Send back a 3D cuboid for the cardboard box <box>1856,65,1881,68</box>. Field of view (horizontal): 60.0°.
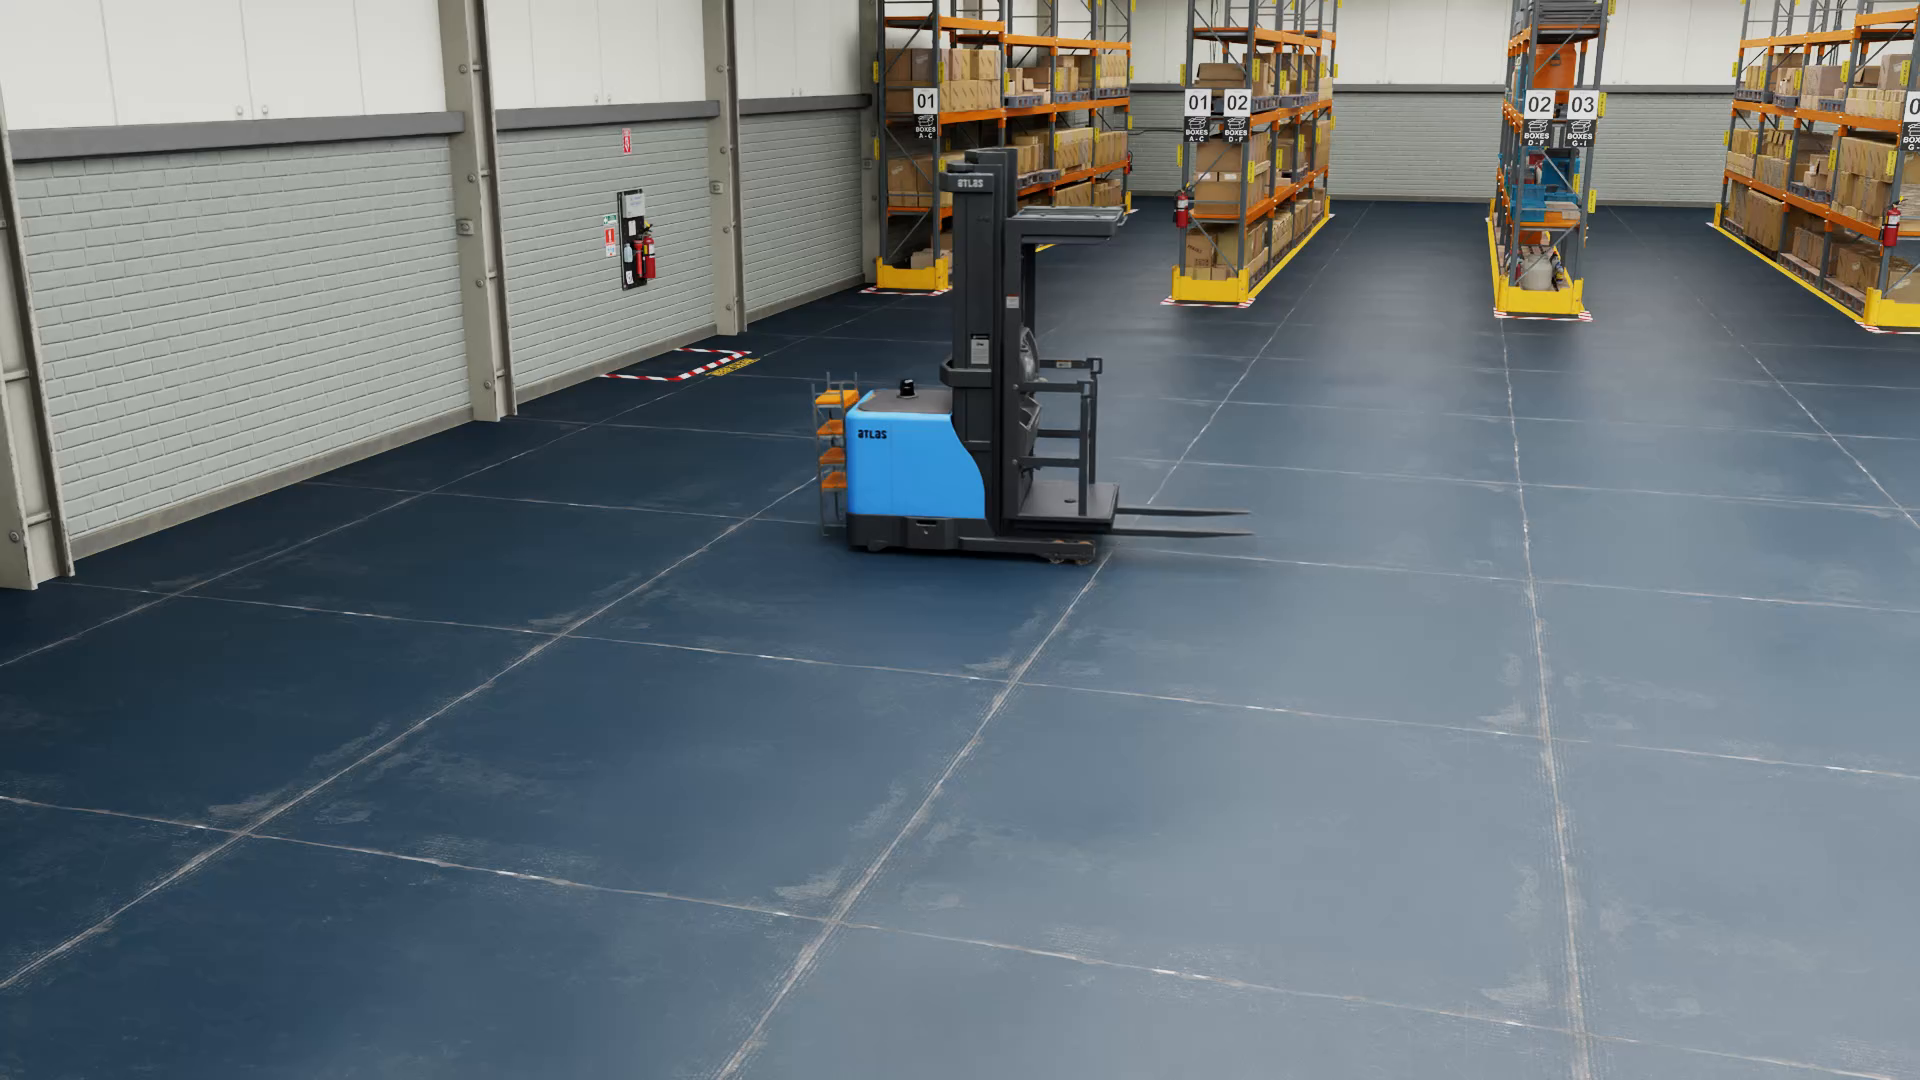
[{"bbox_3d":[15.517,-7.880,28.519,0.500,0.500,0.500,5,17,17],"label":"cardboard box"}]

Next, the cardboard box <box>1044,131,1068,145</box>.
[{"bbox_3d":[1.985,-8.510,35.195,0.500,0.250,0.500,4,16,15],"label":"cardboard box"}]

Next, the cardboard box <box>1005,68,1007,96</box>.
[{"bbox_3d":[0.552,-8.492,30.822,0.500,0.500,0.500,7,17,24],"label":"cardboard box"}]

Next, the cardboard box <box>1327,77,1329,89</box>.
[{"bbox_3d":[8.291,-10.614,38.616,0.500,0.250,0.500,5,16,16],"label":"cardboard box"}]

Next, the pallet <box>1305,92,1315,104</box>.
[{"bbox_3d":[6.799,-9.288,34.925,1.213,0.211,1.003,5,16,16],"label":"pallet"}]

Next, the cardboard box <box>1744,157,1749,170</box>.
[{"bbox_3d":[16.859,-7.945,35.073,0.500,0.250,0.500,5,17,18],"label":"cardboard box"}]

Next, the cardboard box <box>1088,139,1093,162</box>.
[{"bbox_3d":[2.704,-8.816,37.647,0.500,0.500,0.500,4,16,15],"label":"cardboard box"}]

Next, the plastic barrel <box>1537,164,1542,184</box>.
[{"bbox_3d":[10.632,-6.498,29.991,0.433,0.535,0.433,0,16,0],"label":"plastic barrel"}]

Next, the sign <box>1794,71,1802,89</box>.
[{"bbox_3d":[15.174,-8.331,30.115,0.100,0.325,0.005,5,16,16],"label":"sign"}]

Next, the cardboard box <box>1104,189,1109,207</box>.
[{"bbox_3d":[3.198,-8.207,40.080,0.700,0.500,0.500,5,17,17],"label":"cardboard box"}]

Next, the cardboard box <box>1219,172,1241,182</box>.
[{"bbox_3d":[4.251,-5.678,25.981,0.380,0.149,0.250,5,16,15],"label":"cardboard box"}]

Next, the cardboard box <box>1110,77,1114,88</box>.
[{"bbox_3d":[3.339,-10.803,39.246,0.500,0.250,0.500,4,16,14],"label":"cardboard box"}]

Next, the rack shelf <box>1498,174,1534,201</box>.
[{"bbox_3d":[11.523,-7.117,33.744,1.077,0.370,4.000,5,16,16],"label":"rack shelf"}]

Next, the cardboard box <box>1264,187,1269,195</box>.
[{"bbox_3d":[5.518,-6.374,30.265,0.380,0.149,0.250,5,16,16],"label":"cardboard box"}]

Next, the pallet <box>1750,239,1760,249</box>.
[{"bbox_3d":[16.693,-6.053,33.785,1.003,0.211,1.213,5,16,16],"label":"pallet"}]

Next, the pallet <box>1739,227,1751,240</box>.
[{"bbox_3d":[17.132,-6.454,35.197,1.003,0.211,1.213,5,16,16],"label":"pallet"}]

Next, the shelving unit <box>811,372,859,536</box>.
[{"bbox_3d":[-0.944,-0.678,12.998,0.258,1.200,0.503,0,16,9],"label":"shelving unit"}]

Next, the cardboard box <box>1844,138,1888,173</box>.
[{"bbox_3d":[14.055,-5.953,25.759,0.500,0.500,0.500,5,16,16],"label":"cardboard box"}]

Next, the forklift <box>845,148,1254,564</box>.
[{"bbox_3d":[0.702,-1.389,12.354,3.031,2.935,1.130,2,16,8],"label":"forklift"}]

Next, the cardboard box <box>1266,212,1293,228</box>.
[{"bbox_3d":[6.294,-6.318,32.850,0.500,0.311,0.500,5,17,17],"label":"cardboard box"}]

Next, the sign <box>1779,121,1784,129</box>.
[{"bbox_3d":[18.493,-9.274,37.474,0.100,0.325,0.005,5,16,16],"label":"sign"}]

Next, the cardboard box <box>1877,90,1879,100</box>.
[{"bbox_3d":[13.709,-6.531,24.404,0.380,0.149,0.250,4,16,13],"label":"cardboard box"}]

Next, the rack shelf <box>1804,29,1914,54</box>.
[{"bbox_3d":[15.135,-8.381,27.936,1.077,0.370,4.000,5,16,16],"label":"rack shelf"}]

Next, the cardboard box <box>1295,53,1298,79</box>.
[{"bbox_3d":[6.627,-9.678,33.941,0.500,0.500,0.500,5,16,16],"label":"cardboard box"}]

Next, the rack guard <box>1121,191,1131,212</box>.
[{"bbox_3d":[3.737,-8.605,42.252,1.175,0.500,0.348,5,16,16],"label":"rack guard"}]

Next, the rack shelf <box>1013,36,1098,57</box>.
[{"bbox_3d":[2.025,-10.579,35.688,1.077,0.370,4.000,5,16,16],"label":"rack shelf"}]

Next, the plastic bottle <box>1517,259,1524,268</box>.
[{"bbox_3d":[9.166,-4.451,27.208,0.152,0.276,0.135,5,16,16],"label":"plastic bottle"}]

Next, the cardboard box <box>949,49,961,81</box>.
[{"bbox_3d":[-0.284,-7.807,27.306,0.500,0.500,0.500,4,16,15],"label":"cardboard box"}]

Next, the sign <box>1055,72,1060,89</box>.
[{"bbox_3d":[1.976,-9.358,33.879,0.100,0.325,0.005,5,16,16],"label":"sign"}]

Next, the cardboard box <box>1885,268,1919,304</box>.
[{"bbox_3d":[13.624,-3.625,23.923,0.500,0.500,0.500,8,18,26],"label":"cardboard box"}]

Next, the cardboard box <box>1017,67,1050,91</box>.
[{"bbox_3d":[1.537,-9.540,34.481,0.700,0.500,0.500,3,16,12],"label":"cardboard box"}]

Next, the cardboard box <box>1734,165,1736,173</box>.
[{"bbox_3d":[17.197,-8.124,36.436,0.380,0.149,0.250,4,16,15],"label":"cardboard box"}]

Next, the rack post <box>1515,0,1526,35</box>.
[{"bbox_3d":[10.295,-9.398,29.105,1.013,1.000,3.121,5,16,16],"label":"rack post"}]

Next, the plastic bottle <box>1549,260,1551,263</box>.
[{"bbox_3d":[9.613,-4.439,27.154,0.061,0.283,0.133,5,16,16],"label":"plastic bottle"}]

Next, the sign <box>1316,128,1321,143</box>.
[{"bbox_3d":[7.877,-8.887,36.542,0.100,0.325,0.005,5,16,16],"label":"sign"}]

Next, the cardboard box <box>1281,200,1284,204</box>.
[{"bbox_3d":[6.688,-7.372,35.725,0.500,0.250,0.500,5,16,16],"label":"cardboard box"}]

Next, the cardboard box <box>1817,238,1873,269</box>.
[{"bbox_3d":[14.916,-4.801,28.034,0.700,0.500,0.500,5,16,16],"label":"cardboard box"}]

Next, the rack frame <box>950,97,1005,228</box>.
[{"bbox_3d":[0.320,-6.662,30.820,1.000,3.000,0.127,5,16,16],"label":"rack frame"}]

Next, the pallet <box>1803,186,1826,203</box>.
[{"bbox_3d":[15.180,-5.943,28.636,1.003,0.211,1.213,5,16,16],"label":"pallet"}]

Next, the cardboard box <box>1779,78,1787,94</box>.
[{"bbox_3d":[16.442,-8.925,32.695,0.500,0.311,0.500,4,16,14],"label":"cardboard box"}]

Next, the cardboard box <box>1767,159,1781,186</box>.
[{"bbox_3d":[16.044,-7.152,32.363,0.500,0.500,0.500,5,17,17],"label":"cardboard box"}]

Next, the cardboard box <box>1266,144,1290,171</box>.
[{"bbox_3d":[6.278,-7.749,33.699,0.700,0.500,0.500,-1,16,-3],"label":"cardboard box"}]

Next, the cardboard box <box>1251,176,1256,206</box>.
[{"bbox_3d":[4.516,-5.807,27.622,0.700,0.500,0.500,5,17,18],"label":"cardboard box"}]

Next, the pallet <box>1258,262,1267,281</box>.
[{"bbox_3d":[4.804,-4.733,29.128,1.003,0.211,1.213,5,16,16],"label":"pallet"}]

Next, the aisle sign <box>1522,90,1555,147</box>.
[{"bbox_3d":[8.376,-6.102,24.082,0.394,0.787,0.004,5,16,16],"label":"aisle sign"}]

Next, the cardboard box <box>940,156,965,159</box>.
[{"bbox_3d":[-0.090,-6.279,28.332,0.500,0.500,0.500,4,16,14],"label":"cardboard box"}]

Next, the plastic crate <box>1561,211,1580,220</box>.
[{"bbox_3d":[9.244,-4.930,25.195,0.298,0.136,0.250,5,16,16],"label":"plastic crate"}]

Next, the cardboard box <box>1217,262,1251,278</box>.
[{"bbox_3d":[4.438,-4.366,26.994,0.500,0.250,0.500,5,16,16],"label":"cardboard box"}]

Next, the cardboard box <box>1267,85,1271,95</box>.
[{"bbox_3d":[4.989,-7.534,27.830,0.380,0.149,0.250,5,16,16],"label":"cardboard box"}]

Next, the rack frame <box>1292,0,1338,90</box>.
[{"bbox_3d":[8.480,-12.304,39.719,1.000,3.000,0.127,5,16,16],"label":"rack frame"}]

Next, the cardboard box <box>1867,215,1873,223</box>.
[{"bbox_3d":[13.653,-4.761,24.579,0.380,0.149,0.250,5,16,16],"label":"cardboard box"}]

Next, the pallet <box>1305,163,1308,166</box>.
[{"bbox_3d":[7.012,-8.079,36.167,1.003,0.211,1.213,5,16,16],"label":"pallet"}]

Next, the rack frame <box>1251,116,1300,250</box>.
[{"bbox_3d":[6.207,-7.325,33.159,1.000,3.000,0.127,5,16,16],"label":"rack frame"}]
